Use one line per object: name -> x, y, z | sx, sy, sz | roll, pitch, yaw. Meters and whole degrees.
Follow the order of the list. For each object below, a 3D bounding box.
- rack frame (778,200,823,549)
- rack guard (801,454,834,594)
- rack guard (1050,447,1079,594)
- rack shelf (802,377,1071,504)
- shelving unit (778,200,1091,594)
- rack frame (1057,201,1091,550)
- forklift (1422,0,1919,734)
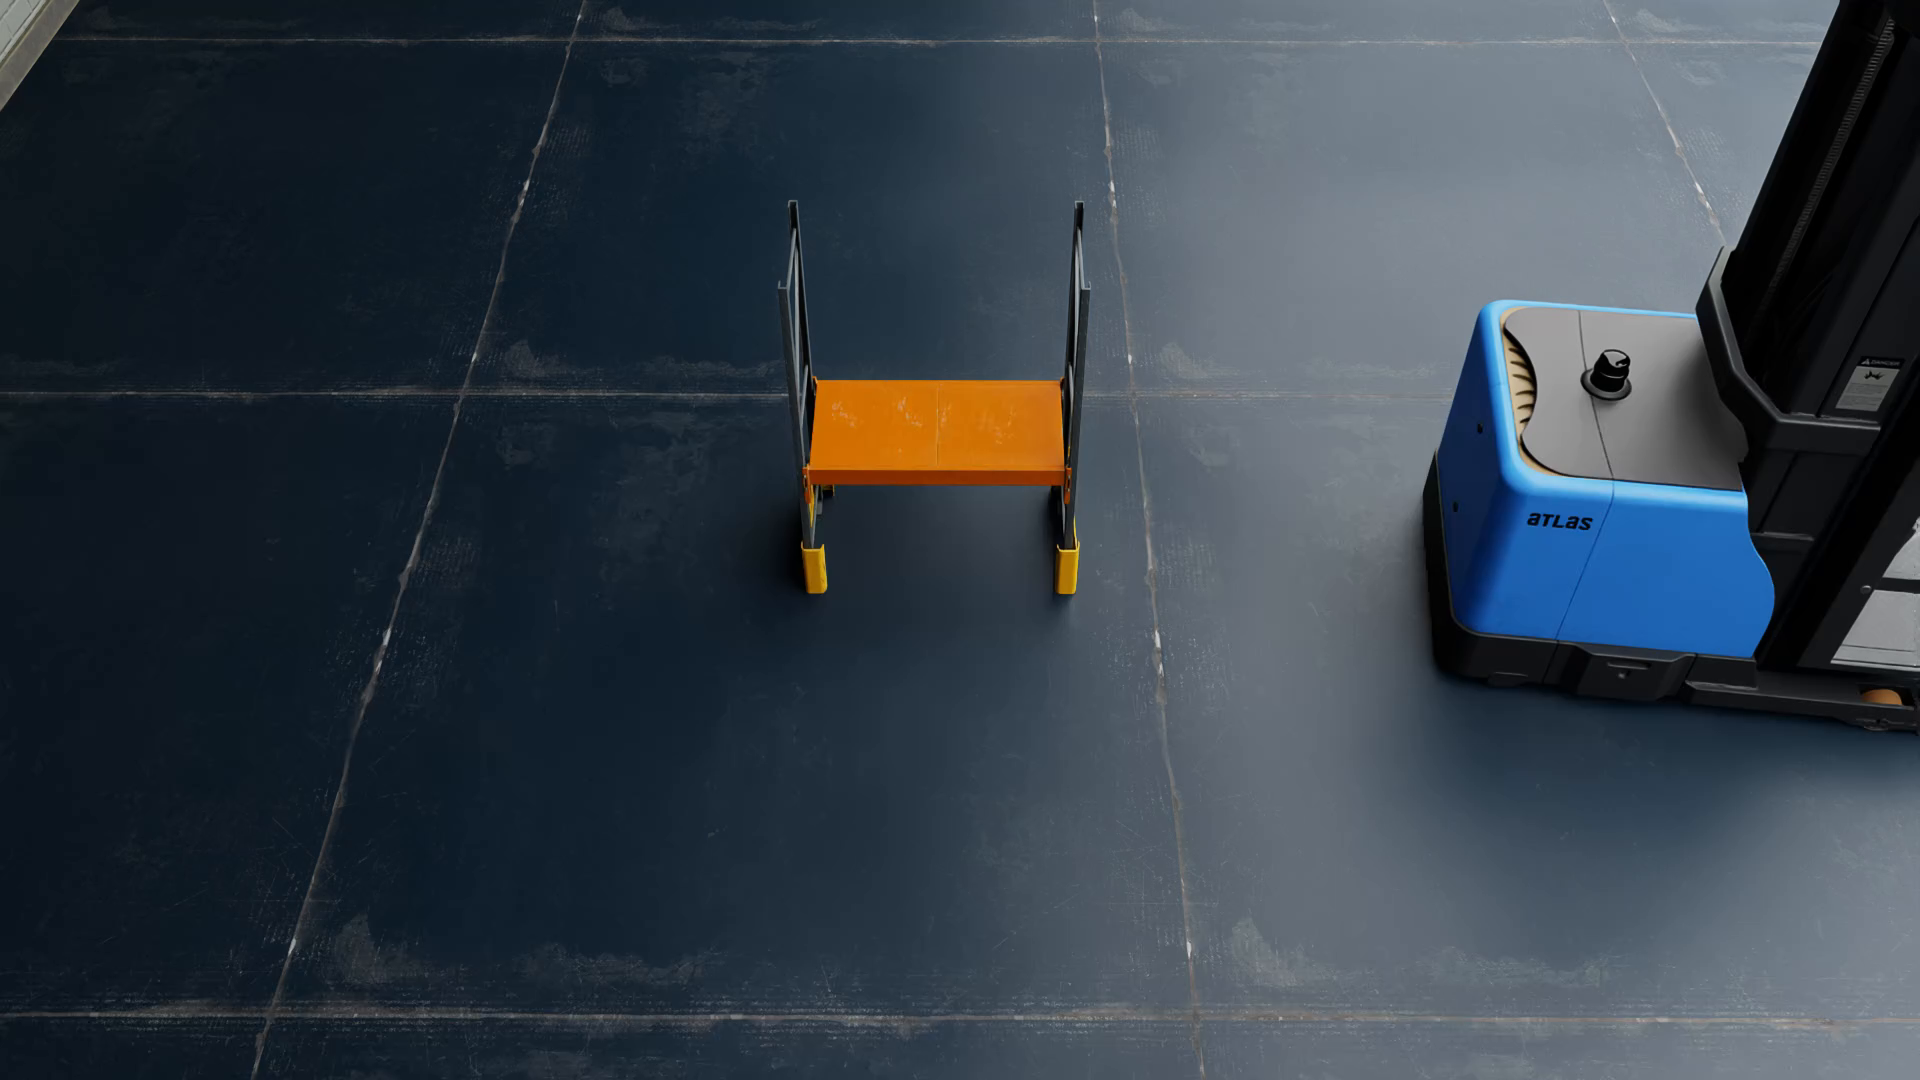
rack frame -> -0.594, -0.513, 6.283 | 0.032, 1.500, 0.500 | 0, 47, 0
rack guard -> -0.574, -0.087, 6.741 | 0.087, 0.250, 0.587 | 0, 47, 0
rack guard -> 0.422, -0.084, 6.738 | 0.087, 0.250, 0.587 | 0, 47, 0
rack shelf -> -0.085, -0.389, 6.414 | 1.000, 0.185, 0.538 | 0, 47, 0
shelving unit -> -0.076, -0.511, 6.282 | 1.083, 1.500, 0.587 | 0, 47, 0
rack frame -> 0.423, -0.510, 6.281 | 0.032, 1.500, 0.500 | 0, 47, 0
forklift -> 3.371, -0.690, 5.471 | 3.031, 2.935, 1.130 | 5, 47, 5
